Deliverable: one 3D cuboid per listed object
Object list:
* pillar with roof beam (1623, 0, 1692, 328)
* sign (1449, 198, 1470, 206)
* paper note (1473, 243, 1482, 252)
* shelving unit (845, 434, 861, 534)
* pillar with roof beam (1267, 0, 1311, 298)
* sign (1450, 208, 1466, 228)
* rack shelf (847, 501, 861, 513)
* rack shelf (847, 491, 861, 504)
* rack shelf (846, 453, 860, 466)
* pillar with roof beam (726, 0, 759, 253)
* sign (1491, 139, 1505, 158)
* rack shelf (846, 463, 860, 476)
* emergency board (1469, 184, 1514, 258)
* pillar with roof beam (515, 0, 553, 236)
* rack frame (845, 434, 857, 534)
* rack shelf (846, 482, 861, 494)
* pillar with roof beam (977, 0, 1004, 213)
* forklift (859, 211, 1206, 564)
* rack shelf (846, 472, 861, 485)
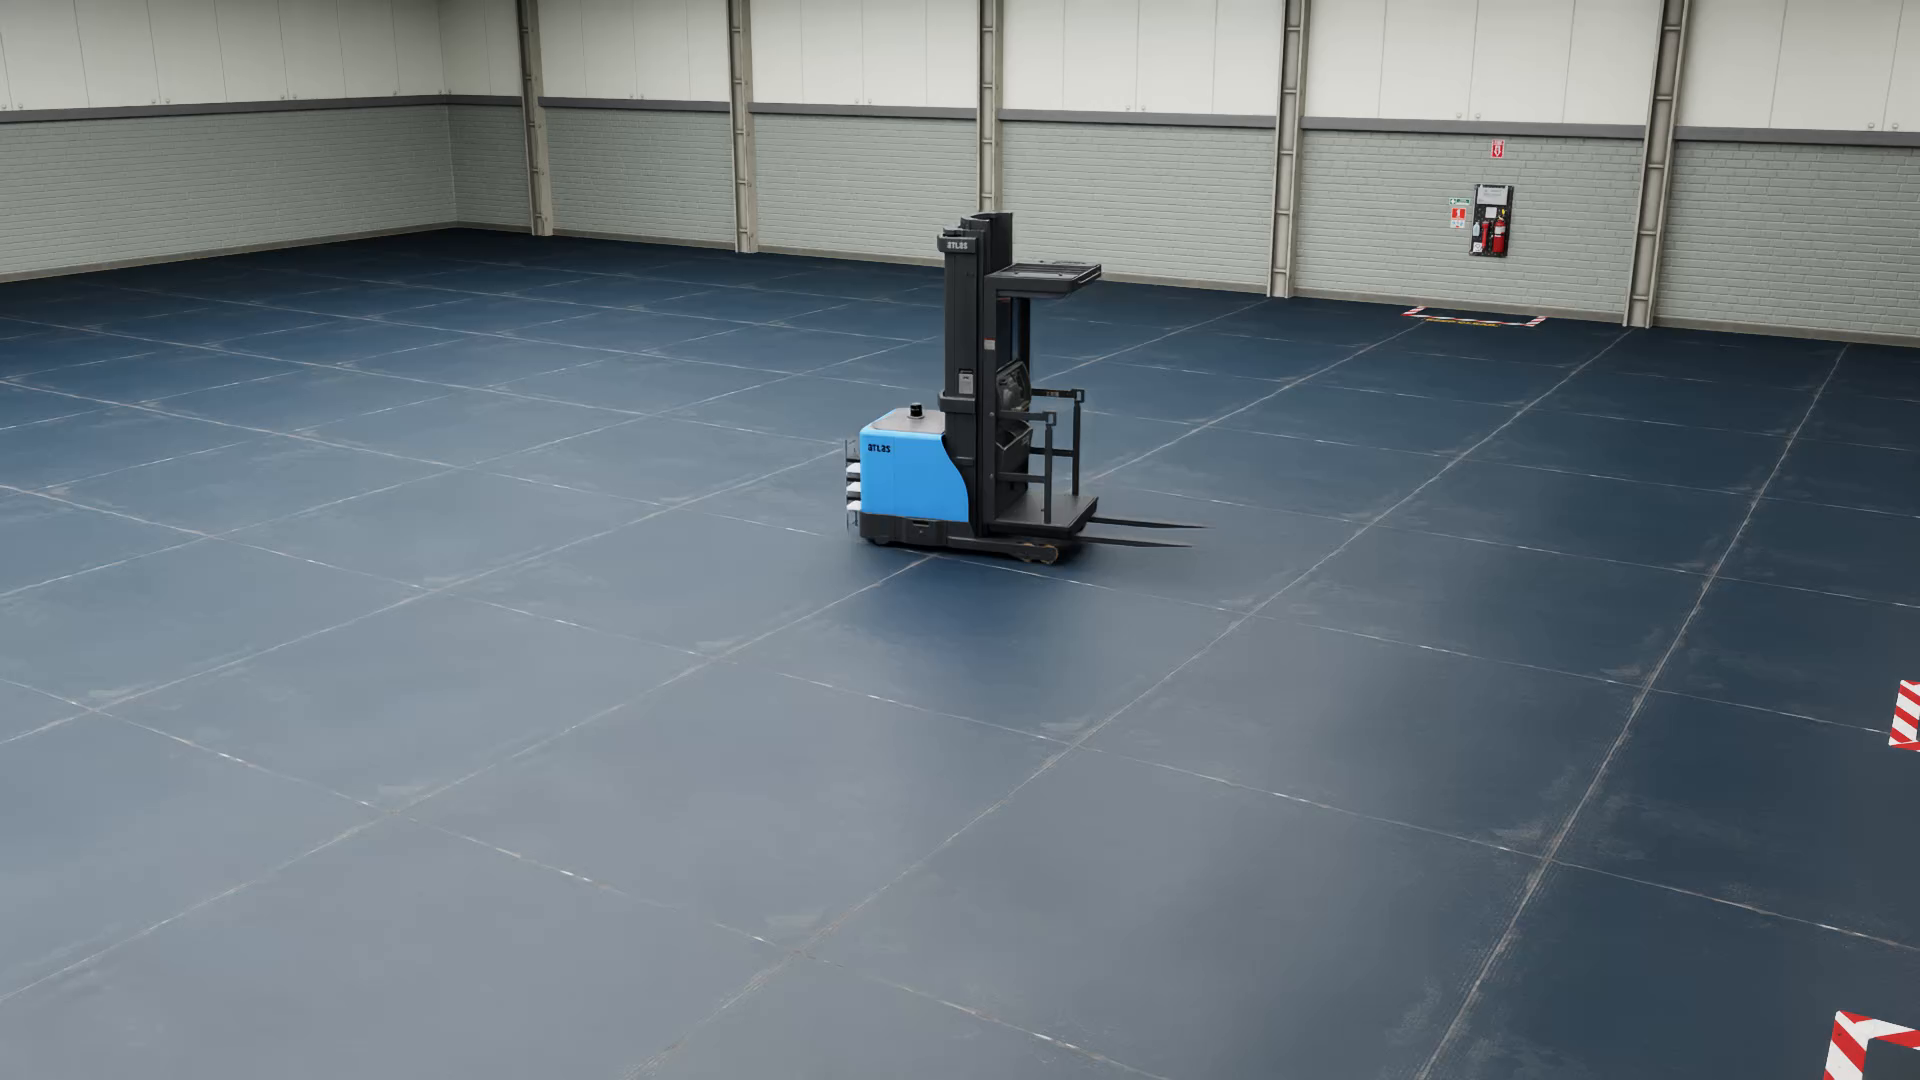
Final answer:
[{"bbox_3d":[8.541,-6.652,21.667,0.400,9.000,9.100,10,20,30],"label":"pillar with roof beam"},{"bbox_3d":[8.290,-5.611,27.587,0.331,0.109,0.001,10,20,30],"label":"sign"},{"bbox_3d":[8.593,-4.856,27.591,0.142,0.148,0.016,10,20,30],"label":"paper note"},{"bbox_3d":[-0.912,-0.513,15.391,0.210,0.900,0.258,5,18,17],"label":"shelving unit"},{"bbox_3d":[3.428,-7.565,24.672,0.400,9.000,9.100,10,20,30],"label":"pillar with roof beam"},{"bbox_3d":[8.291,-5.360,27.674,0.234,0.329,0.001,10,20,30],"label":"sign"},{"bbox_3d":[-0.912,-0.309,15.453,0.200,0.077,0.258,5,18,17],"label":"rack shelf"},{"bbox_3d":[-0.912,-0.395,15.427,0.200,0.077,0.258,5,18,17],"label":"rack shelf"},{"bbox_3d":[-0.912,-0.740,15.322,0.200,0.077,0.258,5,18,17],"label":"rack shelf"},{"bbox_3d":[-6.797,-9.390,30.681,0.400,9.000,9.100,10,20,30],"label":"pillar with roof beam"},{"bbox_3d":[8.753,-6.369,27.066,0.199,0.298,0.001,10,20,30],"label":"sign"},{"bbox_3d":[-0.912,-0.653,15.348,0.200,0.077,0.258,5,18,17],"label":"rack shelf"},{"bbox_3d":[8.708,-5.233,27.318,0.643,1.169,0.194,10,20,30],"label":"emergency board"},{"bbox_3d":[-11.910,-10.303,33.685,0.400,9.000,9.100,10,20,30],"label":"pillar with roof beam"},{"bbox_3d":[-1.008,-0.522,15.421,0.006,0.900,0.240,5,18,17],"label":"rack frame"},{"bbox_3d":[-0.912,-0.481,15.401,0.200,0.077,0.258,5,18,17],"label":"rack shelf"},{"bbox_3d":[-1.685,-8.478,27.676,0.400,9.000,9.100,10,20,30],"label":"pillar with roof beam"},{"bbox_3d":[0.664,-1.365,14.700,3.031,2.935,1.130,5,18,17],"label":"forklift"},{"bbox_3d":[-0.912,-0.567,15.374,0.200,0.077,0.258,5,18,17],"label":"rack shelf"}]
